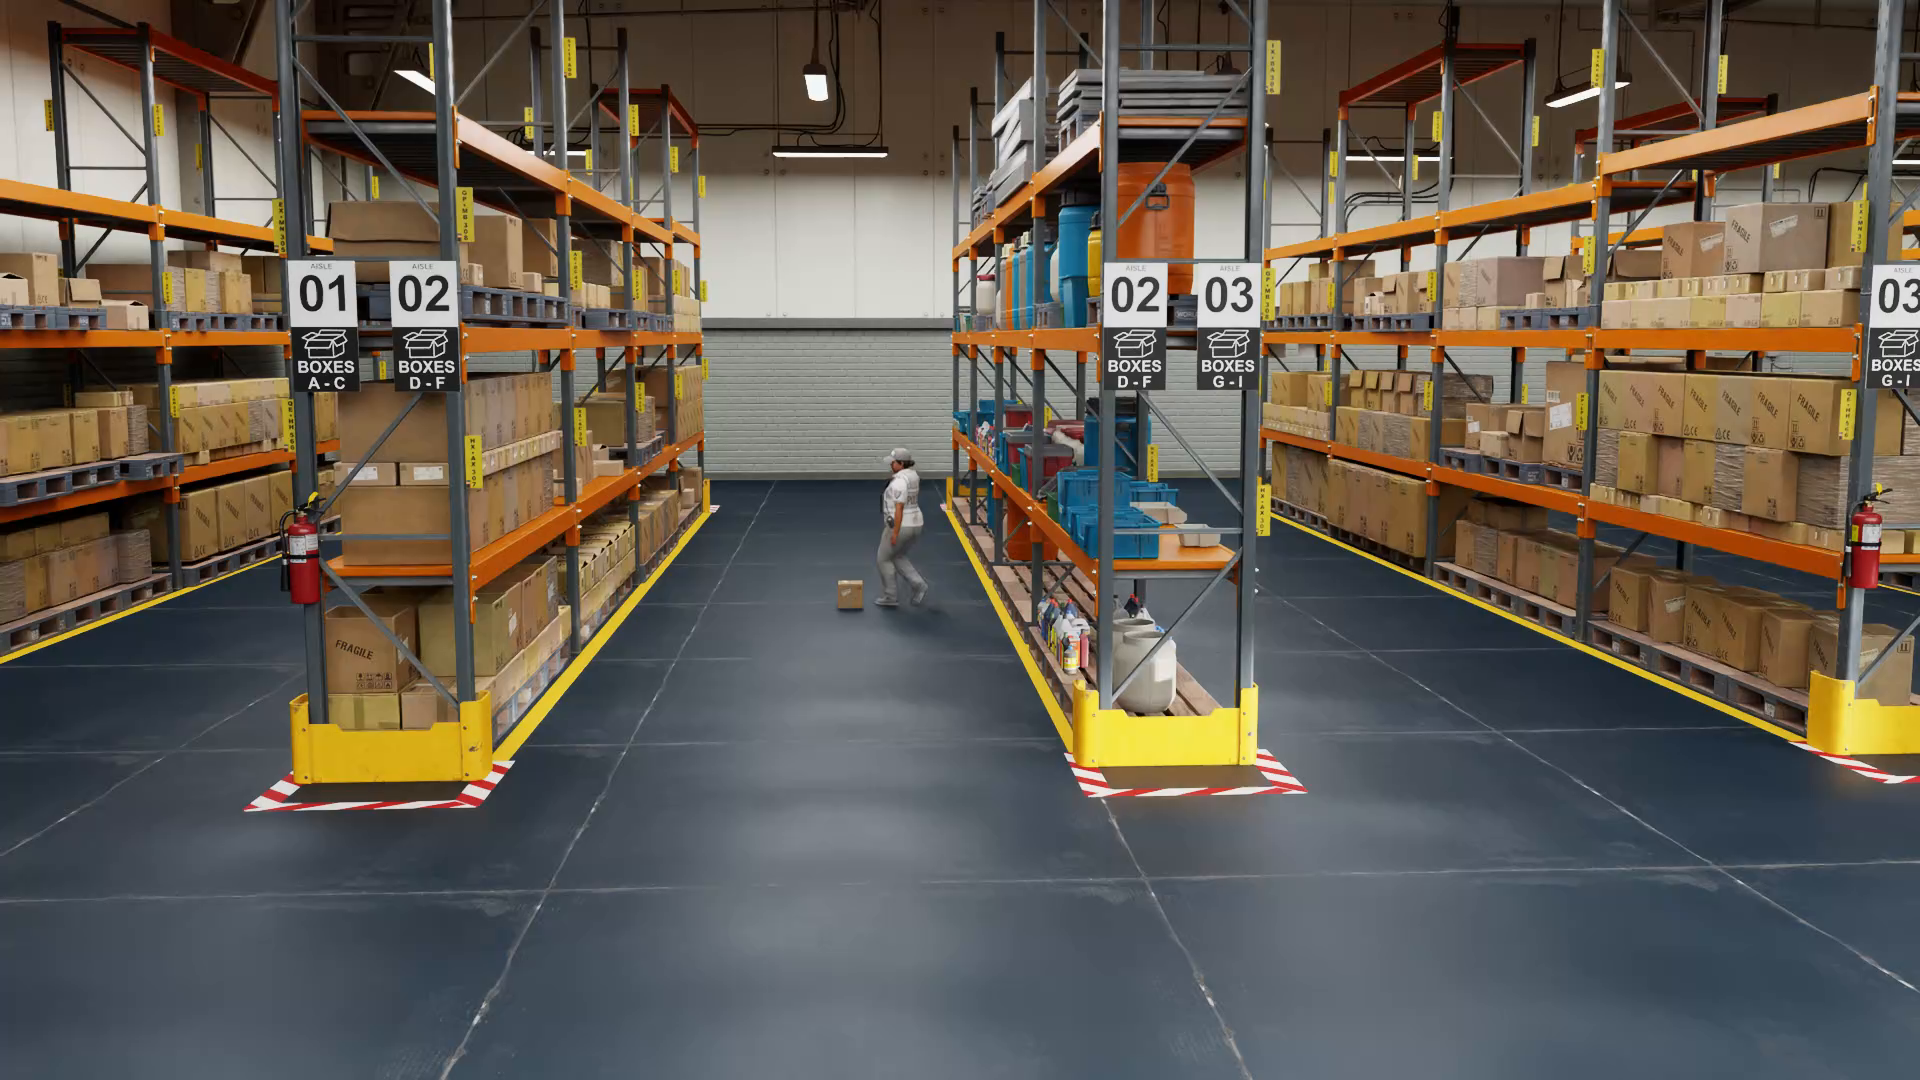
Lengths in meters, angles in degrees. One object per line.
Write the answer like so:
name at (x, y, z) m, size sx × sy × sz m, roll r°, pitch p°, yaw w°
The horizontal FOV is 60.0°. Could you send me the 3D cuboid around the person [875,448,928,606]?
person at (-0.631, -0.124, 16.956) m, size 0.540 × 1.641 × 0.486 m, roll 3°, pitch 8°, yaw 22°
